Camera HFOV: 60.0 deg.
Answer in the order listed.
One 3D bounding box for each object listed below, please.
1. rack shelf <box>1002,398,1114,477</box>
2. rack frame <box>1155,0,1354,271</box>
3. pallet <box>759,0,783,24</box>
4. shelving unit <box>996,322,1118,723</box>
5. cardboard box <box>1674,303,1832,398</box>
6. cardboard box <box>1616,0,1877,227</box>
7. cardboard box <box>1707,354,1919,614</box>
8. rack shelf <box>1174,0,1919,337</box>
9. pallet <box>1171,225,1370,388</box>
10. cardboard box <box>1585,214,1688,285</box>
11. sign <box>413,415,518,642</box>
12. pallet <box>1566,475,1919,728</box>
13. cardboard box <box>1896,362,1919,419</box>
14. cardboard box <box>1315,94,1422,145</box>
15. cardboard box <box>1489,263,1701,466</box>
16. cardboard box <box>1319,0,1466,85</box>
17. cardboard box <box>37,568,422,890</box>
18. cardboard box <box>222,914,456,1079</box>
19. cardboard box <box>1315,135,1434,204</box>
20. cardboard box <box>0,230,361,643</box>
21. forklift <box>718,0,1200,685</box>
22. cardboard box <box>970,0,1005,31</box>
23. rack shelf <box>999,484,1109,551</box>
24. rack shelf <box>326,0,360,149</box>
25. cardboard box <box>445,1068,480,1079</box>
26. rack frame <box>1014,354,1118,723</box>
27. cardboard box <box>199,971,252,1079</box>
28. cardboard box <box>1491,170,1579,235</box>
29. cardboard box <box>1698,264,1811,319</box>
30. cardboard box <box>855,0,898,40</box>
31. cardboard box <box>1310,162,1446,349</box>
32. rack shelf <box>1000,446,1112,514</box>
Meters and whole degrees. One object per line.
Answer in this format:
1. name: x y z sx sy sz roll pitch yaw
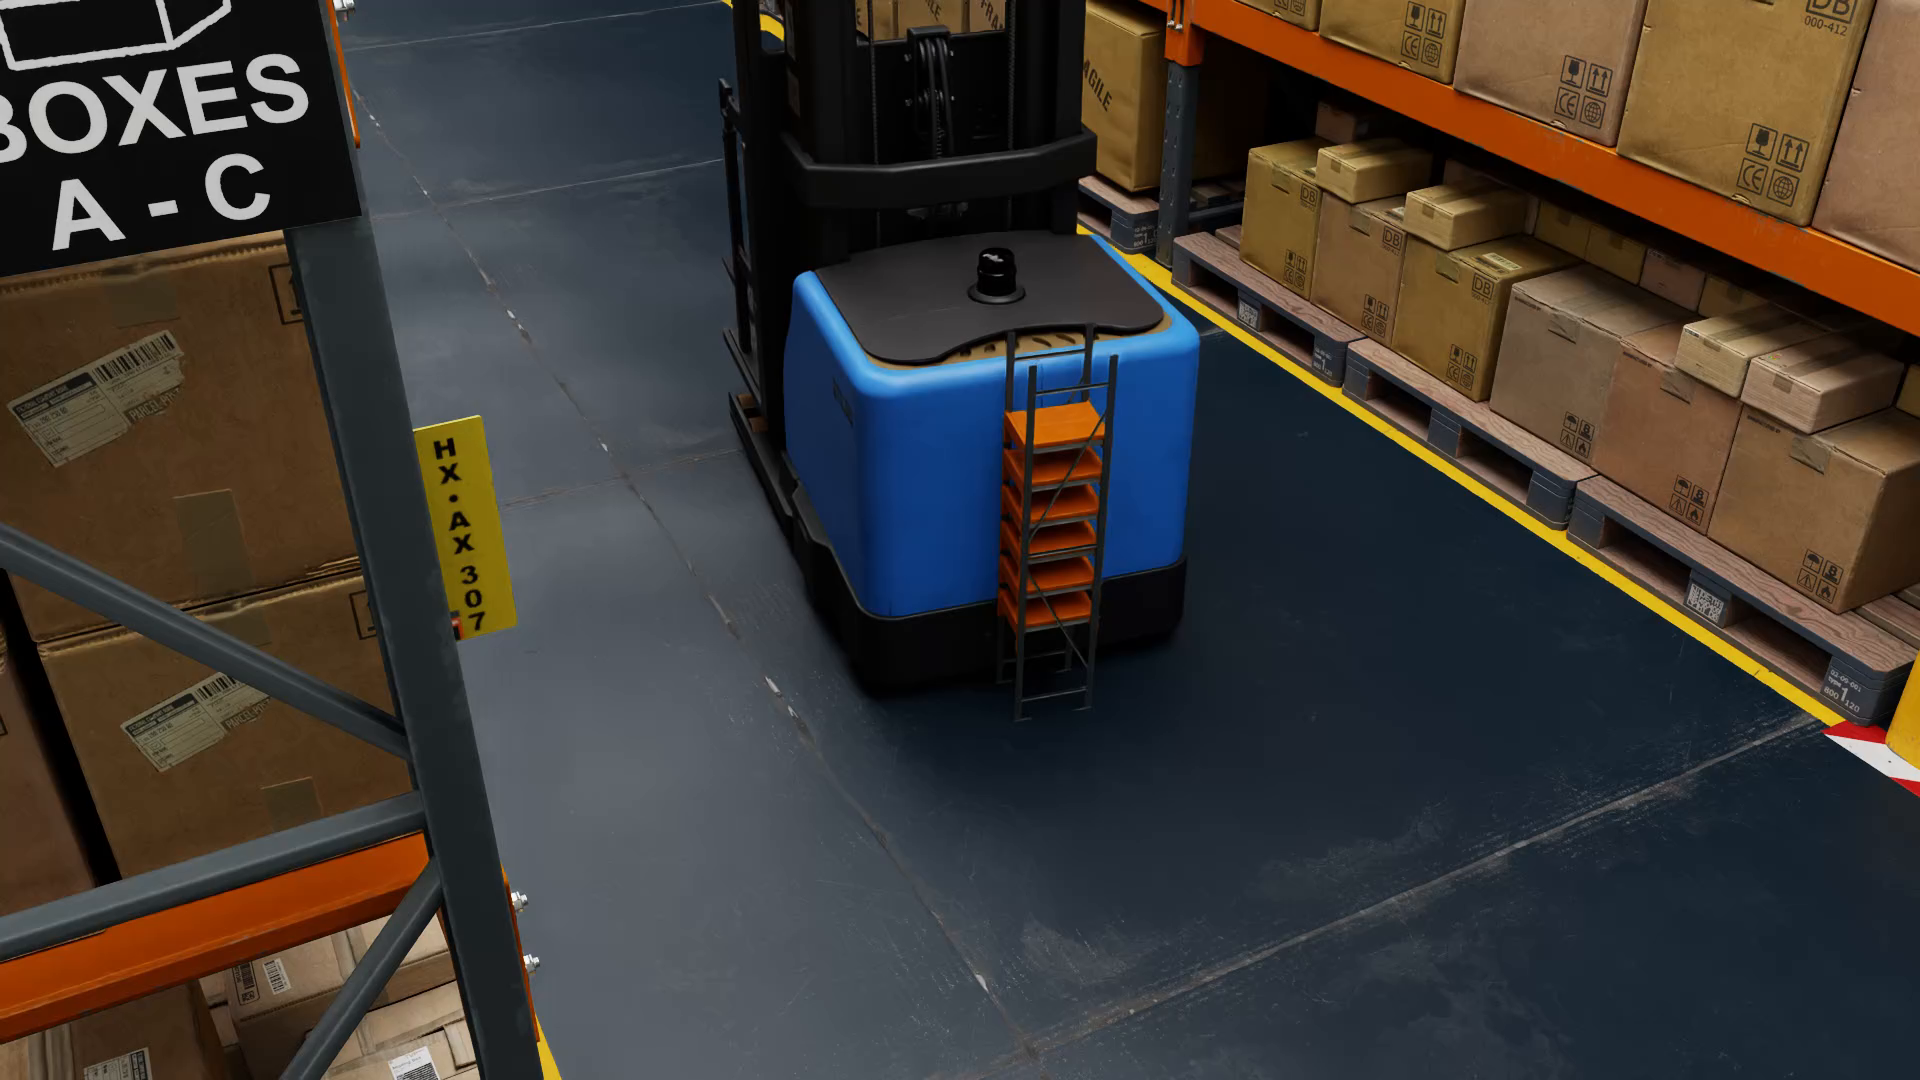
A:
1. rack shelf: 0.262 -0.277 4.478 0.258 0.103 0.180 -9 36 -13
2. rack frame: 1.383 -2.665 7.128 1.000 3.000 0.127 -16 36 -23
3. pallet: -0.845 -3.773 11.443 1.003 0.211 1.213 -16 36 -23
4. shelving unit: 0.258 -0.020 4.661 0.258 1.200 0.189 -9 36 -13
5. cardboard box: 2.492 -0.599 5.231 0.380 0.149 0.250 -15 36 -22
6. cardboard box: 2.652 -1.467 4.981 0.980 0.700 0.700 -16 36 -23
7. cardboard box: 2.833 -0.189 5.192 0.700 0.500 0.500 -16 36 -23
8. rack shelf: 2.315 -1.407 5.833 1.077 0.370 4.000 -16 36 -23
9. pallet: 1.668 -1.108 7.283 1.003 0.211 1.213 -16 36 -23
10. cardboard box: 2.476 -1.057 5.946 0.380 0.149 0.250 -15 36 -23
11. sign: -0.653 -0.009 2.181 0.100 0.325 0.005 -16 36 -23
12. pallet: 2.806 0.057 5.466 1.003 0.211 1.213 -16 36 -23
13. cardboard box: 3.068 -0.453 5.002 0.380 0.149 0.250 -16 36 -23
14. cardboard box: 1.749 -1.798 7.103 0.380 0.149 0.250 -16 36 -23
15. cardboard box: 2.365 -0.667 5.939 0.700 0.500 0.500 -17 36 -25
16. cardboard box: 1.957 -2.178 6.091 0.980 0.700 0.700 -17 36 -24
17. cardboard box: -1.106 0.172 2.608 0.500 0.500 0.500 -15 36 -22
18. cardboard box: -1.368 0.895 3.713 0.500 0.250 0.500 -16 36 -23
19. cardboard box: 1.639 -1.470 6.590 0.380 0.149 0.250 -15 35 -22
20. cardboard box: -1.106 -0.249 2.339 0.500 0.500 0.500 -15 35 -22
21. forklift: -0.245 -1.590 5.515 1.130 2.935 3.031 -10 34 -15
22. cardboard box: 0.548 -2.637 8.689 0.750 0.750 0.750 -15 35 -22
23. rack shelf: 0.259 -0.081 4.617 0.258 0.103 0.180 -9 36 -13
24. rack shelf: -2.065 -1.422 3.076 1.077 0.370 4.000 -16 36 -23
25. cardboard box: -1.024 1.221 3.298 0.380 0.149 0.250 -16 36 -23
26. rack frame: 0.283 0.032 4.589 0.240 1.200 0.006 -9 36 -13
27. cardboard box: -1.713 1.086 3.492 0.380 0.166 0.250 -16 36 -23
28. cardboard box: 2.237 -1.301 6.327 0.380 0.149 0.250 -15 36 -23
29. cardboard box: 2.715 -0.814 5.566 0.380 0.149 0.250 -16 36 -23
30. cardboard box: -0.255 -3.461 9.975 0.750 0.750 0.750 -16 36 -24
31. cardboard box: 1.872 -1.166 6.717 0.700 0.500 0.500 -16 36 -24
32. rack shelf: 0.260 -0.179 4.548 0.258 0.103 0.180 -9 36 -13
